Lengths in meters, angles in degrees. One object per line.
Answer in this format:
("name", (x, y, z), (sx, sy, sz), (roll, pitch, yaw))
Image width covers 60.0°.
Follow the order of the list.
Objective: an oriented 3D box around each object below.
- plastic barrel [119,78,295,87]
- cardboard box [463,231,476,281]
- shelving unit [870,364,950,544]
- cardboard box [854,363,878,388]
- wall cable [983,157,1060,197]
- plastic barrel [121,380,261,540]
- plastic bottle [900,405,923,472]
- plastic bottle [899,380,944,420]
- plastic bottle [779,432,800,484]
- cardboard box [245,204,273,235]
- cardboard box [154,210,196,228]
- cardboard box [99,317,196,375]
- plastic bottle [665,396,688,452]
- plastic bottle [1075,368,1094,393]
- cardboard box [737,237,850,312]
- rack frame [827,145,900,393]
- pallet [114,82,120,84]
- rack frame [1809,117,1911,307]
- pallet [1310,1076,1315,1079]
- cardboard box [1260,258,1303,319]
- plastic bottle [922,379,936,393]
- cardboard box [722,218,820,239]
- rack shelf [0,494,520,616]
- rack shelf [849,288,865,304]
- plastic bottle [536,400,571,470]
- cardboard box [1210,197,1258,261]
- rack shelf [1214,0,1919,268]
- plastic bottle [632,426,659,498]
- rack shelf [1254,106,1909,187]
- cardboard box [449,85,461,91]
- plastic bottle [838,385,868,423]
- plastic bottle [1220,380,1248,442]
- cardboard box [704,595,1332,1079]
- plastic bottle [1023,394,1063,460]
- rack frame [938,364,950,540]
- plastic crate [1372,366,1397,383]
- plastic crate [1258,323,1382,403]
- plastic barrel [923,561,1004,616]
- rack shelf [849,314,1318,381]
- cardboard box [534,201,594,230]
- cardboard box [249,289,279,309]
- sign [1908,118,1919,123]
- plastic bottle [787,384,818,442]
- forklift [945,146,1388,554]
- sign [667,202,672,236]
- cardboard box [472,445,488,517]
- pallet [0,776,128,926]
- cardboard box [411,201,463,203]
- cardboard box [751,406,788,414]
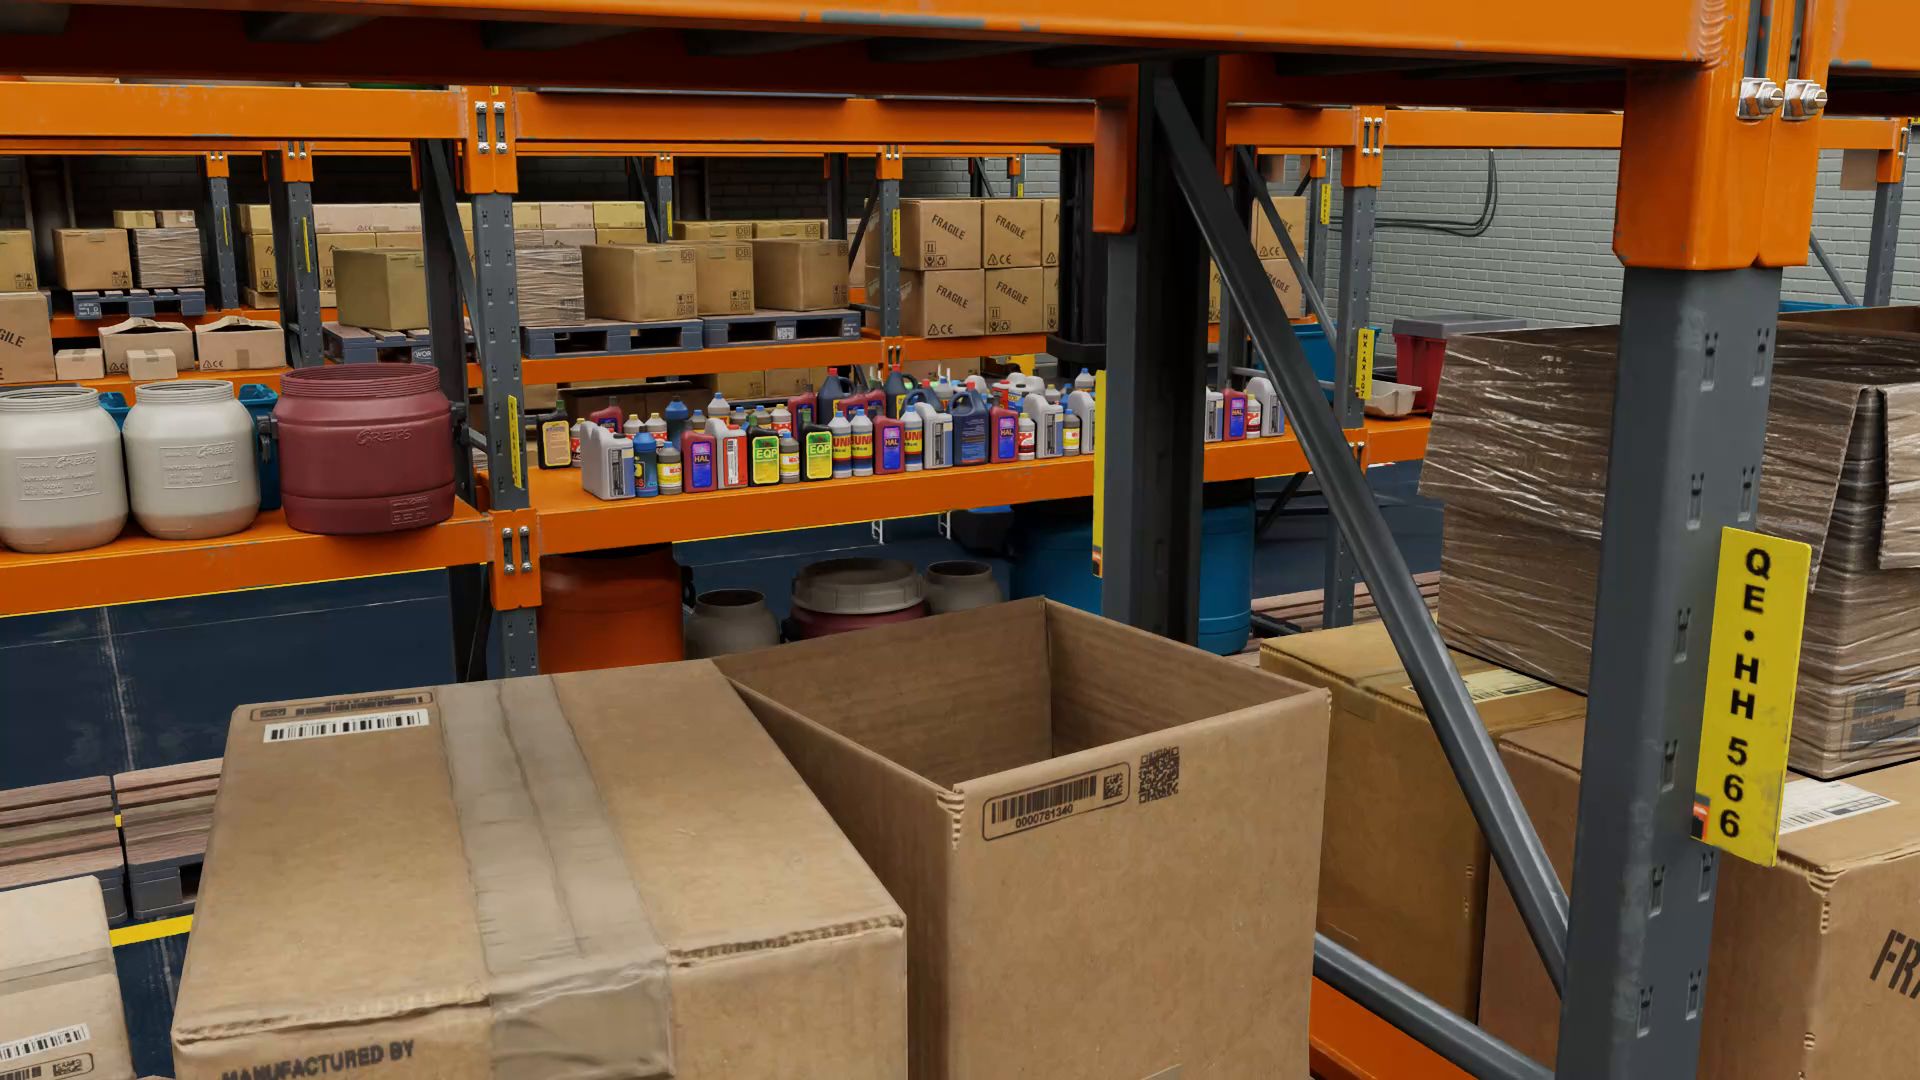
("plastic barrel", (-2.693, -2.041, 5.874), (0.600, 0.901, 0.600), (0, 13, 0))
("cardboard box", (-4.713, -2.654, 15.620), (0.500, 0.500, 0.500), (-6, 14, -26))
("shelving unit", (-0.345, -0.597, 11.527), (0.503, 1.200, 0.258), (-4, 13, -17))
("cardboard box", (-1.040, -1.915, 18.025), (0.500, 0.500, 0.700), (-7, 15, -30))
("wall cable", (1.077, -3.941, 19.976), (1.851, 1.984, 0.084), (-7, 14, -28))
("plastic barrel", (-2.669, -0.283, 5.780), (0.421, 0.512, 0.421), (0, 13, 0))
("plastic bottle", (-0.205, -0.427, 6.966), (0.097, 0.271, 0.097), (0, 13, 0))
("plastic bottle", (-0.166, -0.514, 7.174), (0.185, 0.351, 0.144), (-7, 14, -28))
("plastic bottle", (-0.696, -0.334, 6.713), (0.097, 0.201, 0.097), (0, 13, 0))
("cardboard box", (-6.068, -2.858, 14.816), (0.500, 0.250, 0.500), (-6, 14, -27))
("cardboard box", (-6.904, -2.825, 14.622), (0.250, 0.149, 0.380), (-9, 16, -35))
("cardboard box", (-5.117, -1.233, 10.457), (0.500, 0.311, 0.500), (-7, 14, -29))
("plastic bottle", (-1.235, -0.493, 7.262), (0.097, 0.271, 0.097), (0, 13, 0))
("plastic bottle", (0.617, -0.715, 8.248), (0.097, 0.271, 0.097), (0, 13, 0))
("cardboard box", (-1.251, -2.001, 12.482), (0.700, 0.500, 0.500), (11, 17, 41))
("rack frame", (-0.728, -1.754, 12.569), (0.127, 3.000, 1.000), (-7, 14, -28))
("pallet", (-4.792, -2.615, 9.997), (1.003, 0.211, 1.213), (-6, 14, -25))
("rack frame", (5.153, -1.219, 10.196), (0.127, 3.000, 1.000), (-7, 14, -28))
("pallet", (-0.070, 0.766, 1.811), (1.003, 0.211, 1.213), (-7, 14, -28))
("cardboard box", (2.520, -2.124, 13.986), (0.500, 0.500, 0.500), (-6, 14, -26))
("plastic bottle", (-0.163, -0.622, 7.832), (0.097, 0.271, 0.097), (0, 13, 0))
("cardboard box", (-1.977, -2.984, 17.353), (0.700, 0.700, 0.980), (-7, 15, -29))
("rack shelf", (-3.624, 0.184, 5.600), (4.000, 0.370, 1.077), (-7, 14, -28))
("rack shelf", (-1.349, -2.567, 17.823), (4.000, 0.370, 1.077), (-7, 14, -28))
("plastic bottle", (-1.718, -0.446, 7.023), (0.133, 0.283, 0.061), (-7, 14, -28))
("cardboard box", (2.081, -2.558, 13.638), (0.500, 0.500, 0.500), (-6, 14, -26))
("rack shelf", (2.260, -0.746, 2.899), (4.000, 0.370, 1.077), (-7, 14, -28))
("plastic bottle", (-1.219, -0.305, 6.426), (0.097, 0.271, 0.097), (0, 13, 0))
("rack shelf", (3.398, -2.121, 9.010), (4.000, 0.370, 1.077), (-7, 14, -28))
("cardboard box", (-3.424, -2.951, 10.830), (0.500, 0.500, 0.910), (-7, 14, -28))
("plastic bottle", (-0.483, -0.558, 7.521), (0.133, 0.283, 0.061), (-7, 14, -28))
("plastic bottle", (1.270, -0.605, 7.730), (0.133, 0.283, 0.061), (-7, 14, -28))
("cardboard box", (0.050, 0.388, 1.871), (0.500, 0.500, 0.500), (-9, 16, -35))
("plastic bottle", (0.366, -0.504, 7.301), (0.135, 0.276, 0.152), (-7, 14, -28))
("rack frame", (-0.112, -0.613, 11.599), (0.015, 1.200, 0.240), (-4, 13, -17))
("plastic crate", (2.496, -0.863, 9.103), (0.590, 0.125, 0.437), (-7, 14, -28))
("plastic crate", (1.889, -0.935, 8.831), (0.575, 0.384, 0.392), (-7, 14, -28))
("plastic barrel", (-0.003, 0.381, 7.795), (0.421, 0.512, 0.421), (0, 13, 0))
("rack shelf", (1.028, -1.613, 13.583), (4.000, 0.370, 1.077), (-7, 14, -28))
("cardboard box", (-3.845, -3.127, 16.013), (0.500, 0.250, 0.500), (-6, 14, -27))
("cardboard box", (-6.216, -2.164, 14.921), (0.250, 0.149, 0.380), (-7, 14, -29))
("sign", (5.431, -2.527, 9.414), (0.005, 0.325, 0.100), (-7, 14, -28))
("plastic bottle", (-0.715, -0.566, 7.558), (0.133, 0.283, 0.061), (-7, 14, -28))
("forklift", (1.455, -1.469, 11.461), (3.031, 2.935, 1.130), (-2, 13, -10))
("sign", (-2.836, -3.131, 16.231), (0.005, 0.325, 0.100), (-7, 14, -28))
("cardboard box", (-3.245, -0.377, 11.143), (0.500, 0.500, 0.500), (-7, 15, -30))
("pallet", (-3.637, 1.184, 5.867), (1.213, 0.211, 1.003), (-7, 14, -28))
("cardboard box", (-4.987, -3.115, 15.960), (0.500, 0.250, 0.500), (-7, 15, -29))
("cardboard box", (-1.269, -0.745, 12.778), (0.500, 0.500, 0.500), (-8, 15, -30))
